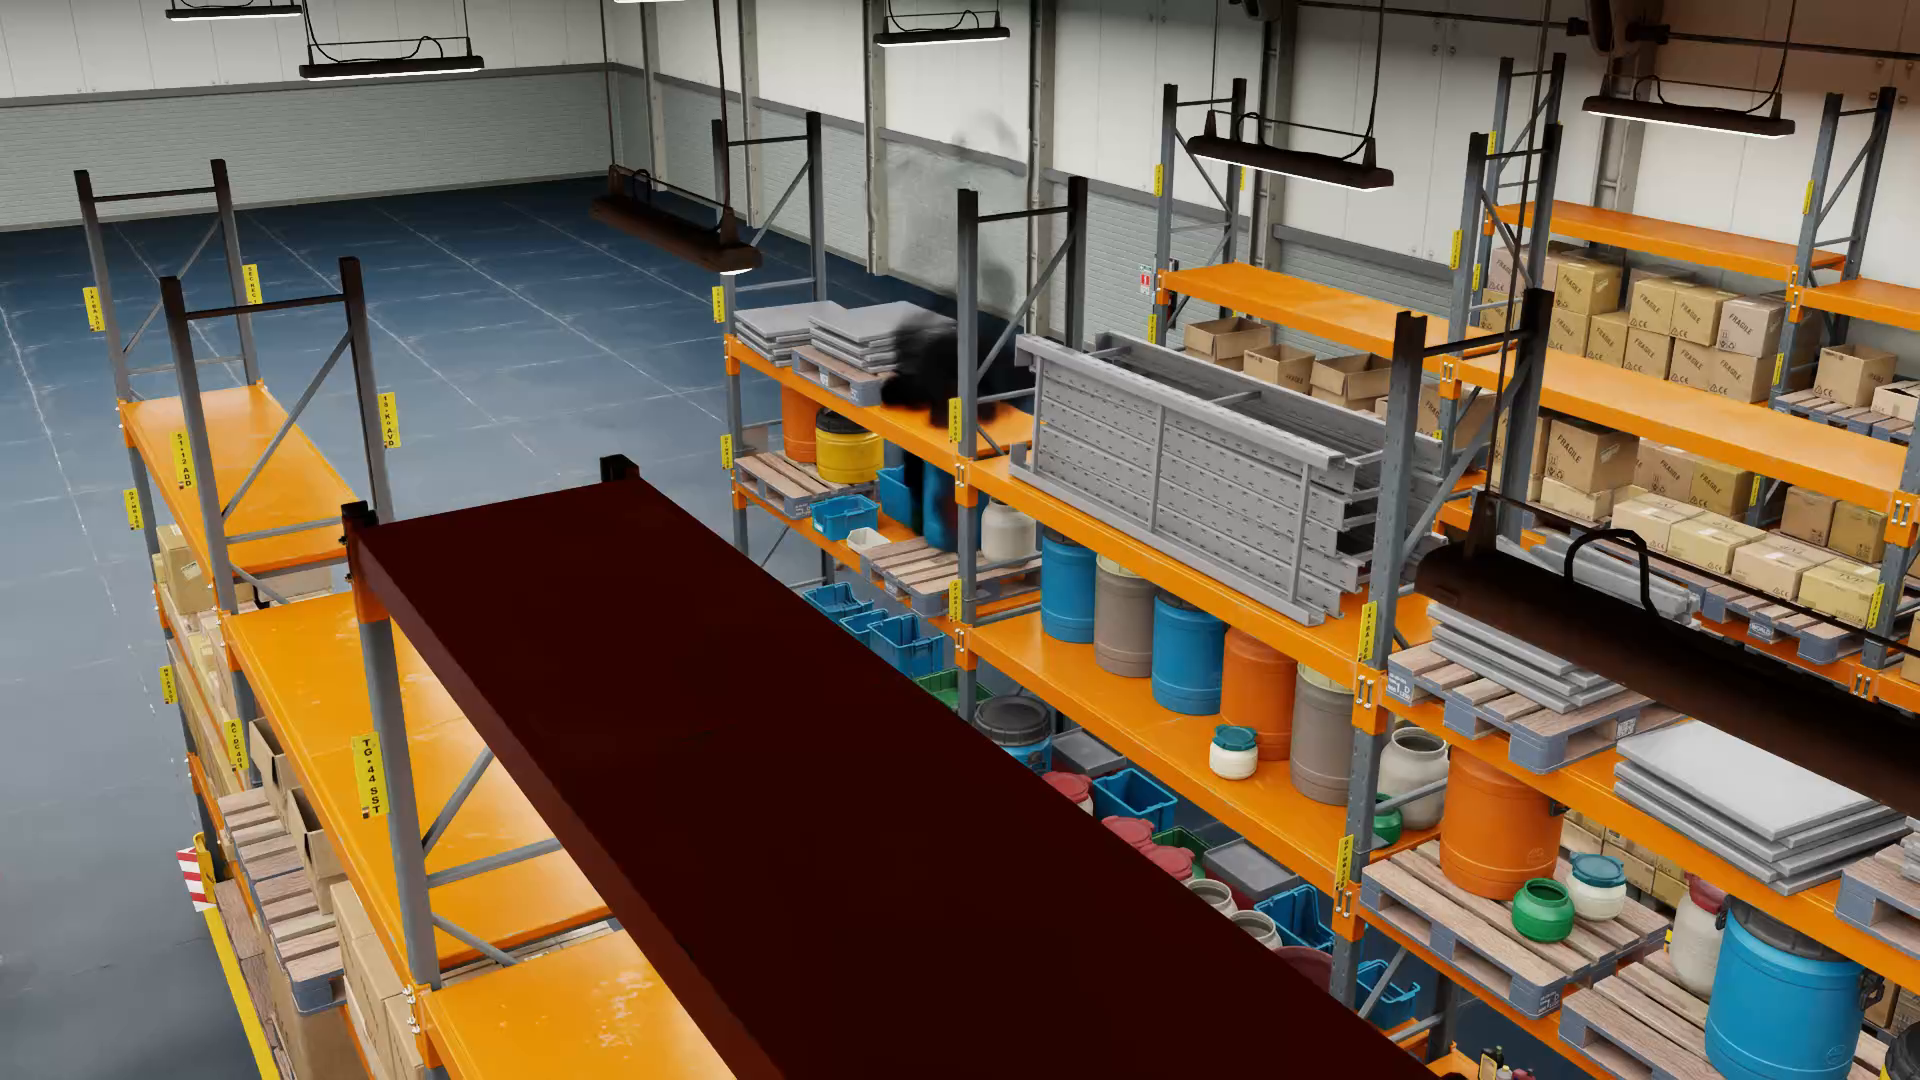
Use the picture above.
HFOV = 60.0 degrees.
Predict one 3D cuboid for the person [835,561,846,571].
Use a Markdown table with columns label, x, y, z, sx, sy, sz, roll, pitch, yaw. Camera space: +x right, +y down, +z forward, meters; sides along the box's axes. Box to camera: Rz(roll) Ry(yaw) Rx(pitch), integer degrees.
| label | x | y | z | sx | sy | sz | roll | pitch | yaw |
| --- | --- | --- | --- | --- | --- | --- | --- | --- | --- |
| person | -1.078 | -0.407 | 20.274 | 0.941 | 1.658 | 0.601 | 0 | 22 | 0 |
